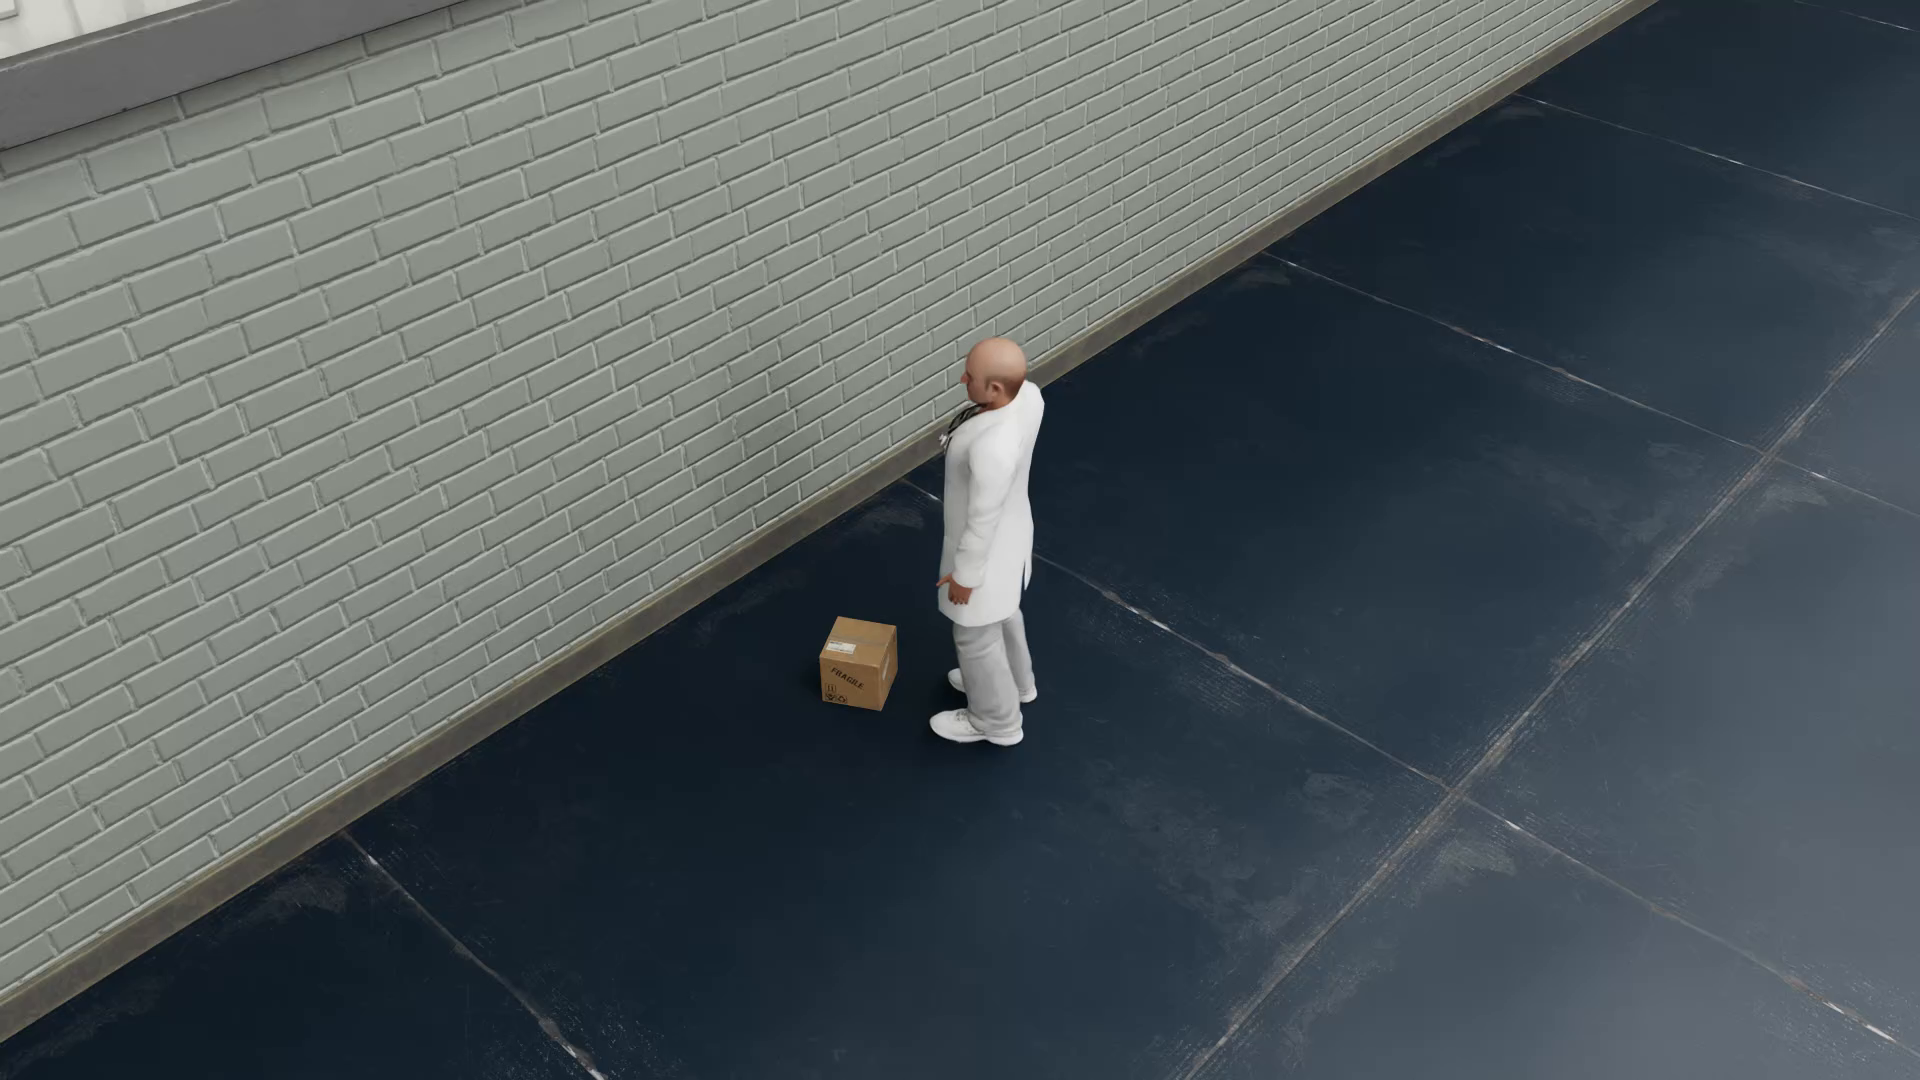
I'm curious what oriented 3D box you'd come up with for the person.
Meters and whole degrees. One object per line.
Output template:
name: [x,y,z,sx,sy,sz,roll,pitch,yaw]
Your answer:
person: [0.092,0.017,6.148,0.378,1.777,0.563,10,40,12]
